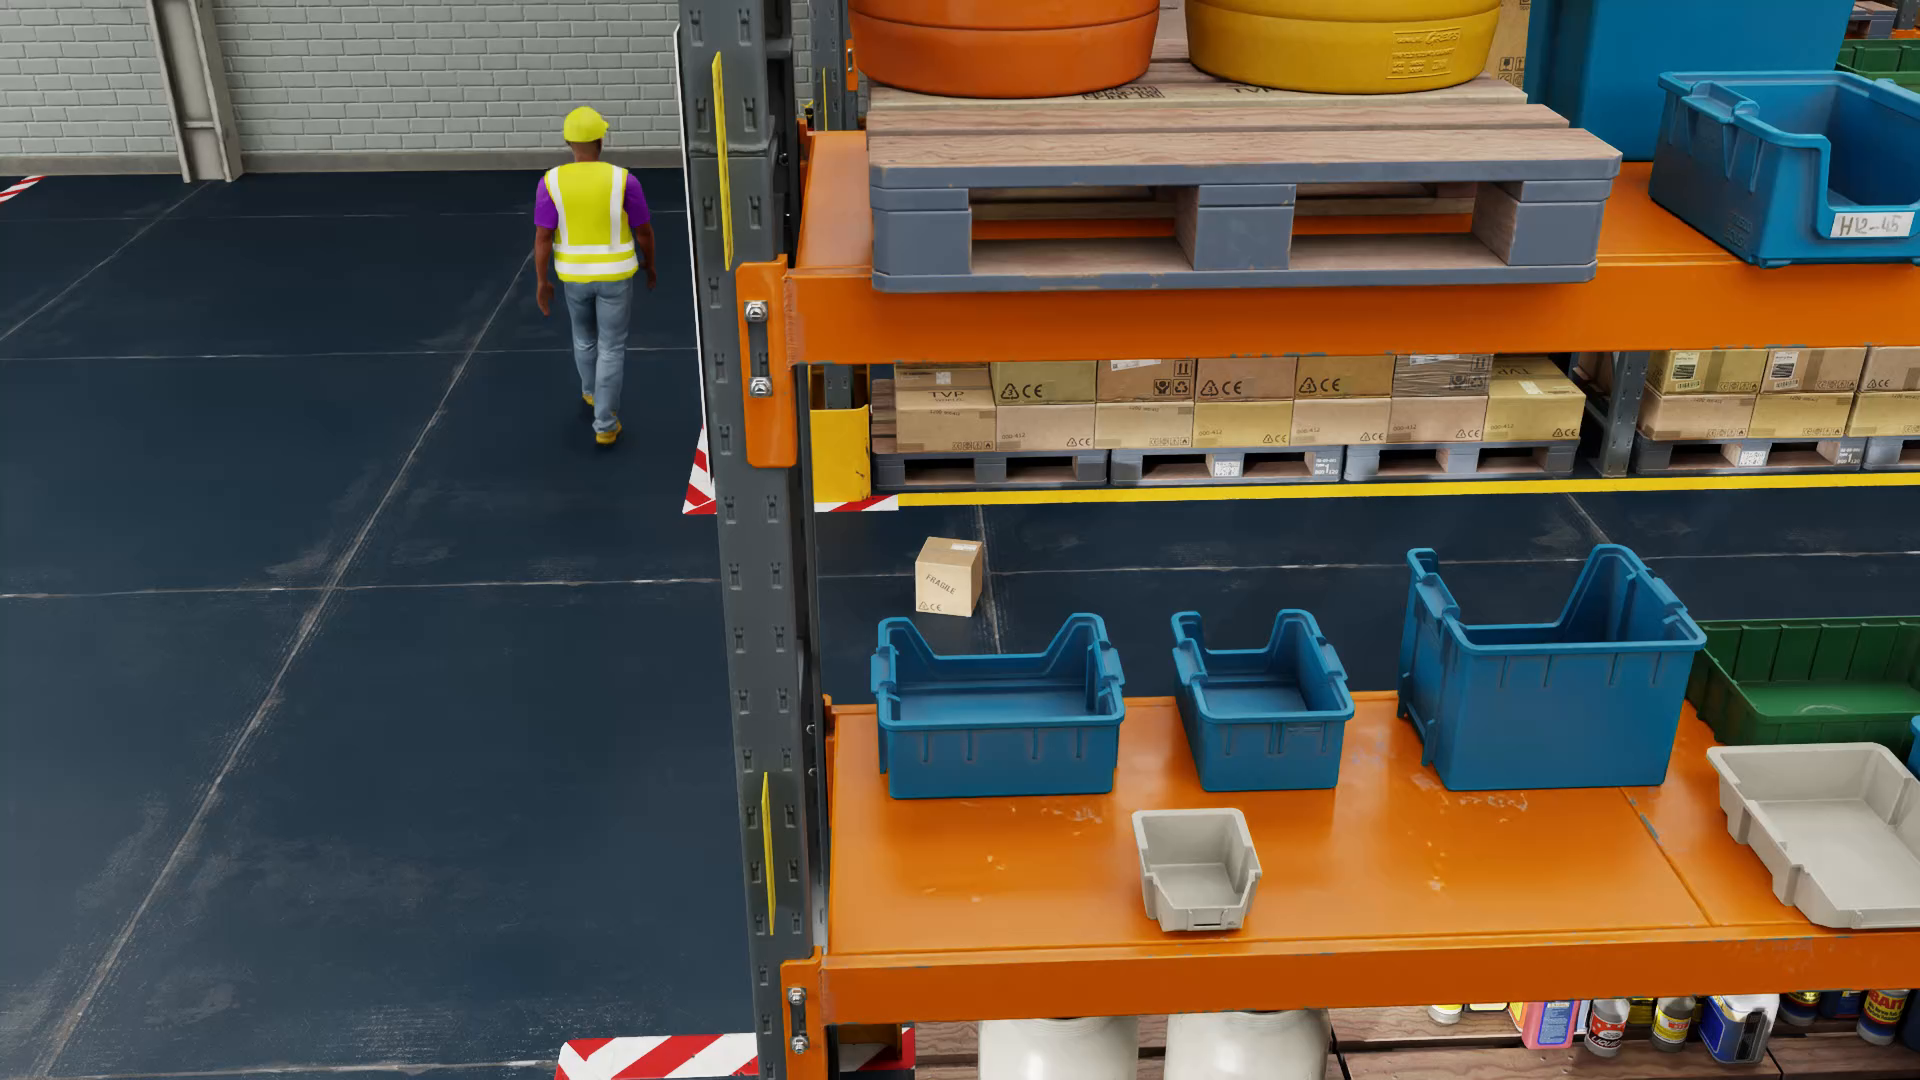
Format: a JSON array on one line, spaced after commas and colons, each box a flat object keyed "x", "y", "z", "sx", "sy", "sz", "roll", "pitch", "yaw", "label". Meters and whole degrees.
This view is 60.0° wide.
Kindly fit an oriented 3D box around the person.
[{"x": -1.914, "y": -1.447, "z": 8.858, "sx": 0.612, "sy": 1.747, "sz": 0.851, "roll": -1, "pitch": 27, "yaw": -1, "label": "person"}]
